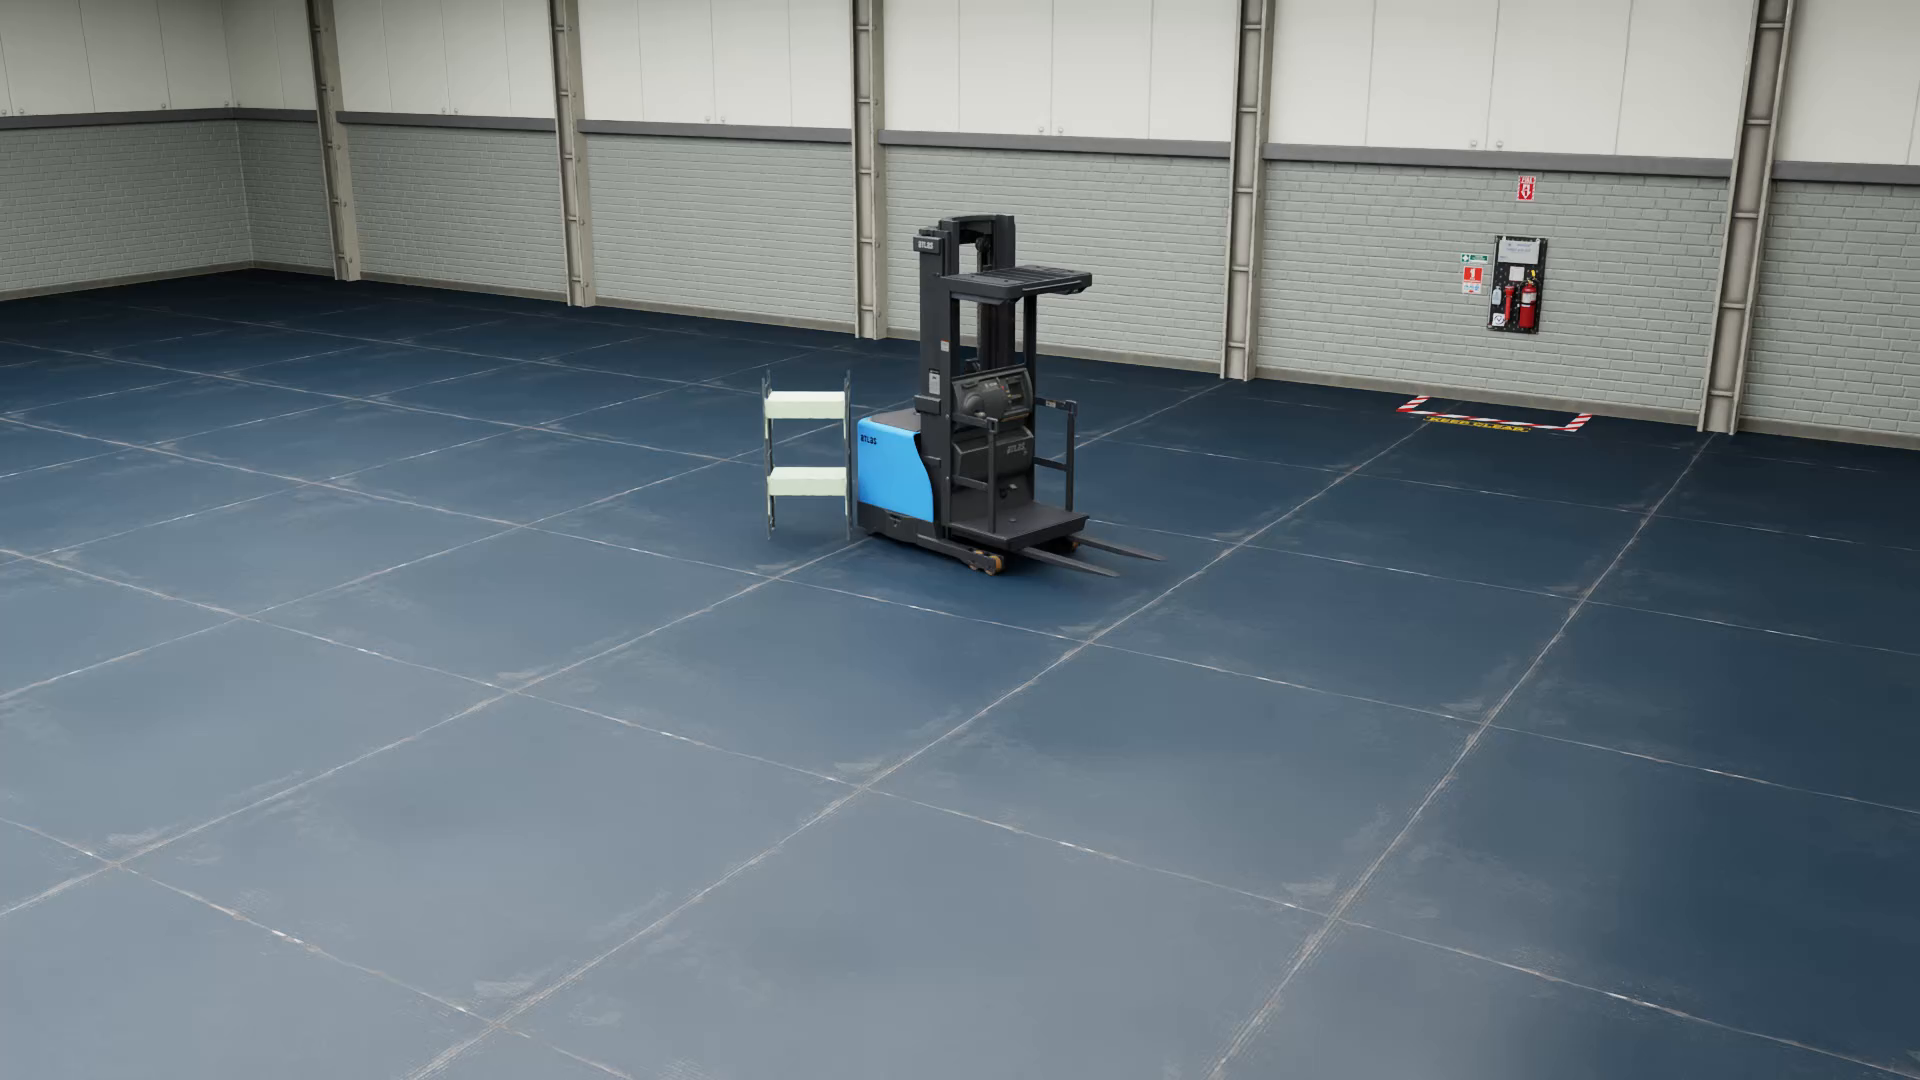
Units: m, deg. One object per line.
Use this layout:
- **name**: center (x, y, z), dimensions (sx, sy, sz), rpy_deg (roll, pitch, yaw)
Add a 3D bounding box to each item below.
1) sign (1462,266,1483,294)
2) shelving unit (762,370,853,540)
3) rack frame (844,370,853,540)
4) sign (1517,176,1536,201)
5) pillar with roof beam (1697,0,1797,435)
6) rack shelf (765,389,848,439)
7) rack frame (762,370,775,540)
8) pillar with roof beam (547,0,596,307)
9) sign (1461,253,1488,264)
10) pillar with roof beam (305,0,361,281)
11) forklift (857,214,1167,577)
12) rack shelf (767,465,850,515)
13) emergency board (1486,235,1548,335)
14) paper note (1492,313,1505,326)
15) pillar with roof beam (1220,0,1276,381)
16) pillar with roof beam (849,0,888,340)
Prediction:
- **sign**: center (6.366, -3.230, 20.662), dimensions (0.234, 0.329, 0.001), rpy_deg (10, 20, 30)
- **shelving unit**: center (-1.386, -0.775, 15.222), dimensions (0.755, 1.500, 0.431), rpy_deg (0, 17, 1)
- **rack frame**: center (-1.020, -0.774, 15.219), dimensions (0.023, 1.500, 0.400), rpy_deg (0, 17, 1)
- **sign**: center (6.829, -4.239, 20.055), dimensions (0.199, 0.298, 0.001), rpy_deg (10, 20, 30)
- **pillar with roof beam**: center (6.616, -4.523, 14.656), dimensions (0.400, 9.000, 9.100), rpy_deg (10, 20, 30)
- **rack shelf**: center (-1.386, -1.149, 15.109), dimensions (0.720, 0.370, 0.431), rpy_deg (0, 17, 1)
- **rack frame**: center (-1.752, -0.776, 15.226), dimensions (0.023, 1.500, 0.400), rpy_deg (0, 17, 1)
- **pillar with roof beam**: center (-8.722, -7.261, 23.670), dimensions (0.400, 9.000, 9.100), rpy_deg (10, 20, 30)
- **sign**: center (6.366, -3.481, 20.576), dimensions (0.331, 0.109, 0.001), rpy_deg (10, 20, 30)
- **pillar with roof beam**: center (-13.835, -8.173, 26.674), dimensions (0.400, 9.000, 9.100), rpy_deg (10, 20, 30)
- **forklift**: center (0.438, -1.274, 14.400), dimensions (1.130, 2.935, 3.031), rpy_deg (-16, 23, -42)
- **rack shelf**: center (-1.386, -0.463, 15.317), dimensions (0.720, 0.370, 0.431), rpy_deg (0, 17, 1)
- **emergency board**: center (6.784, -3.104, 20.307), dimensions (0.643, 1.169, 0.194), rpy_deg (10, 20, 30)
- **paper note**: center (6.669, -2.726, 20.580), dimensions (0.142, 0.148, 0.016), rpy_deg (10, 20, 30)
- **pillar with roof beam**: center (1.504, -5.435, 17.661), dimensions (0.400, 9.000, 9.100), rpy_deg (10, 20, 30)
- **pillar with roof beam**: center (-3.609, -6.348, 20.665), dimensions (0.400, 9.000, 9.100), rpy_deg (10, 20, 30)
